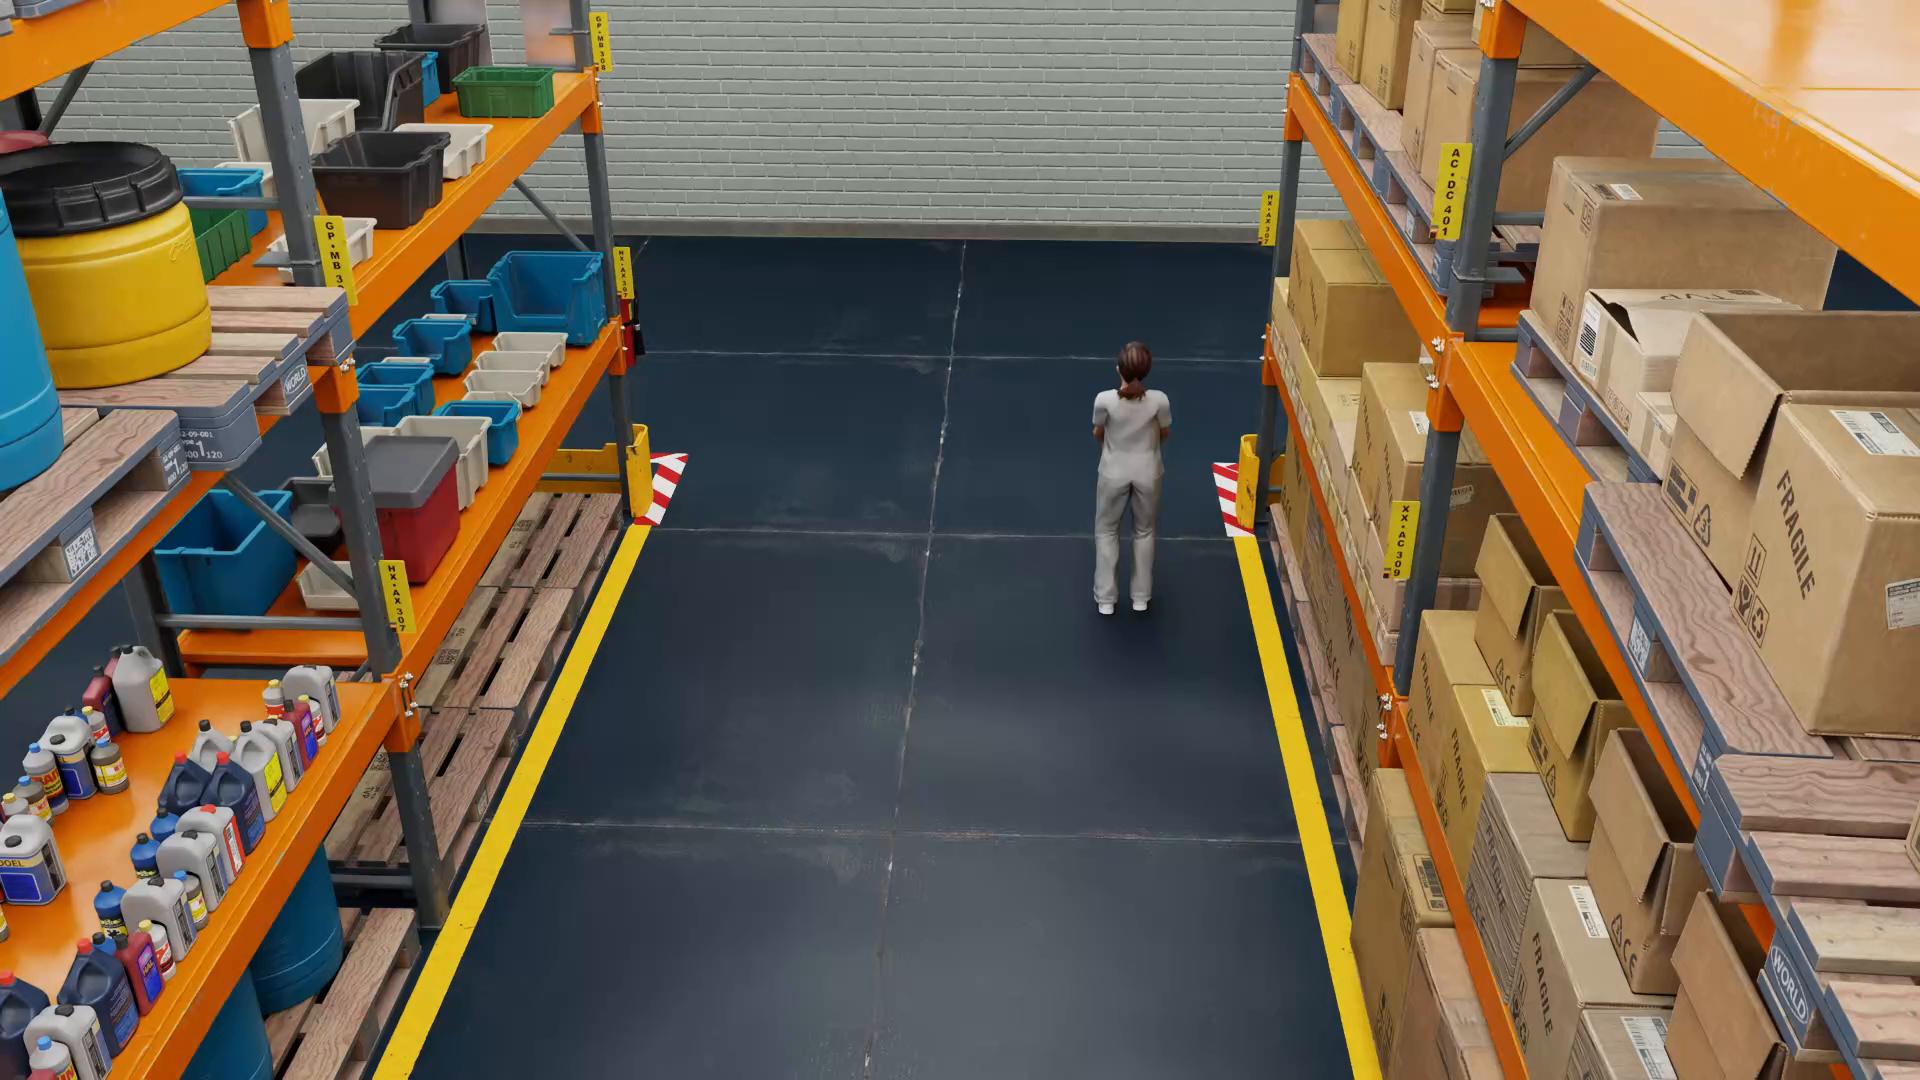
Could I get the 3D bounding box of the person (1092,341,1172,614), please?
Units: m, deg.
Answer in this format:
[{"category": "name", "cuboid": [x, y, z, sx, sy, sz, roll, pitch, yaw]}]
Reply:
[{"category": "person", "cuboid": [0.948, -0.374, 9.338, 0.437, 1.662, 0.555, 1, 28, 3]}]
